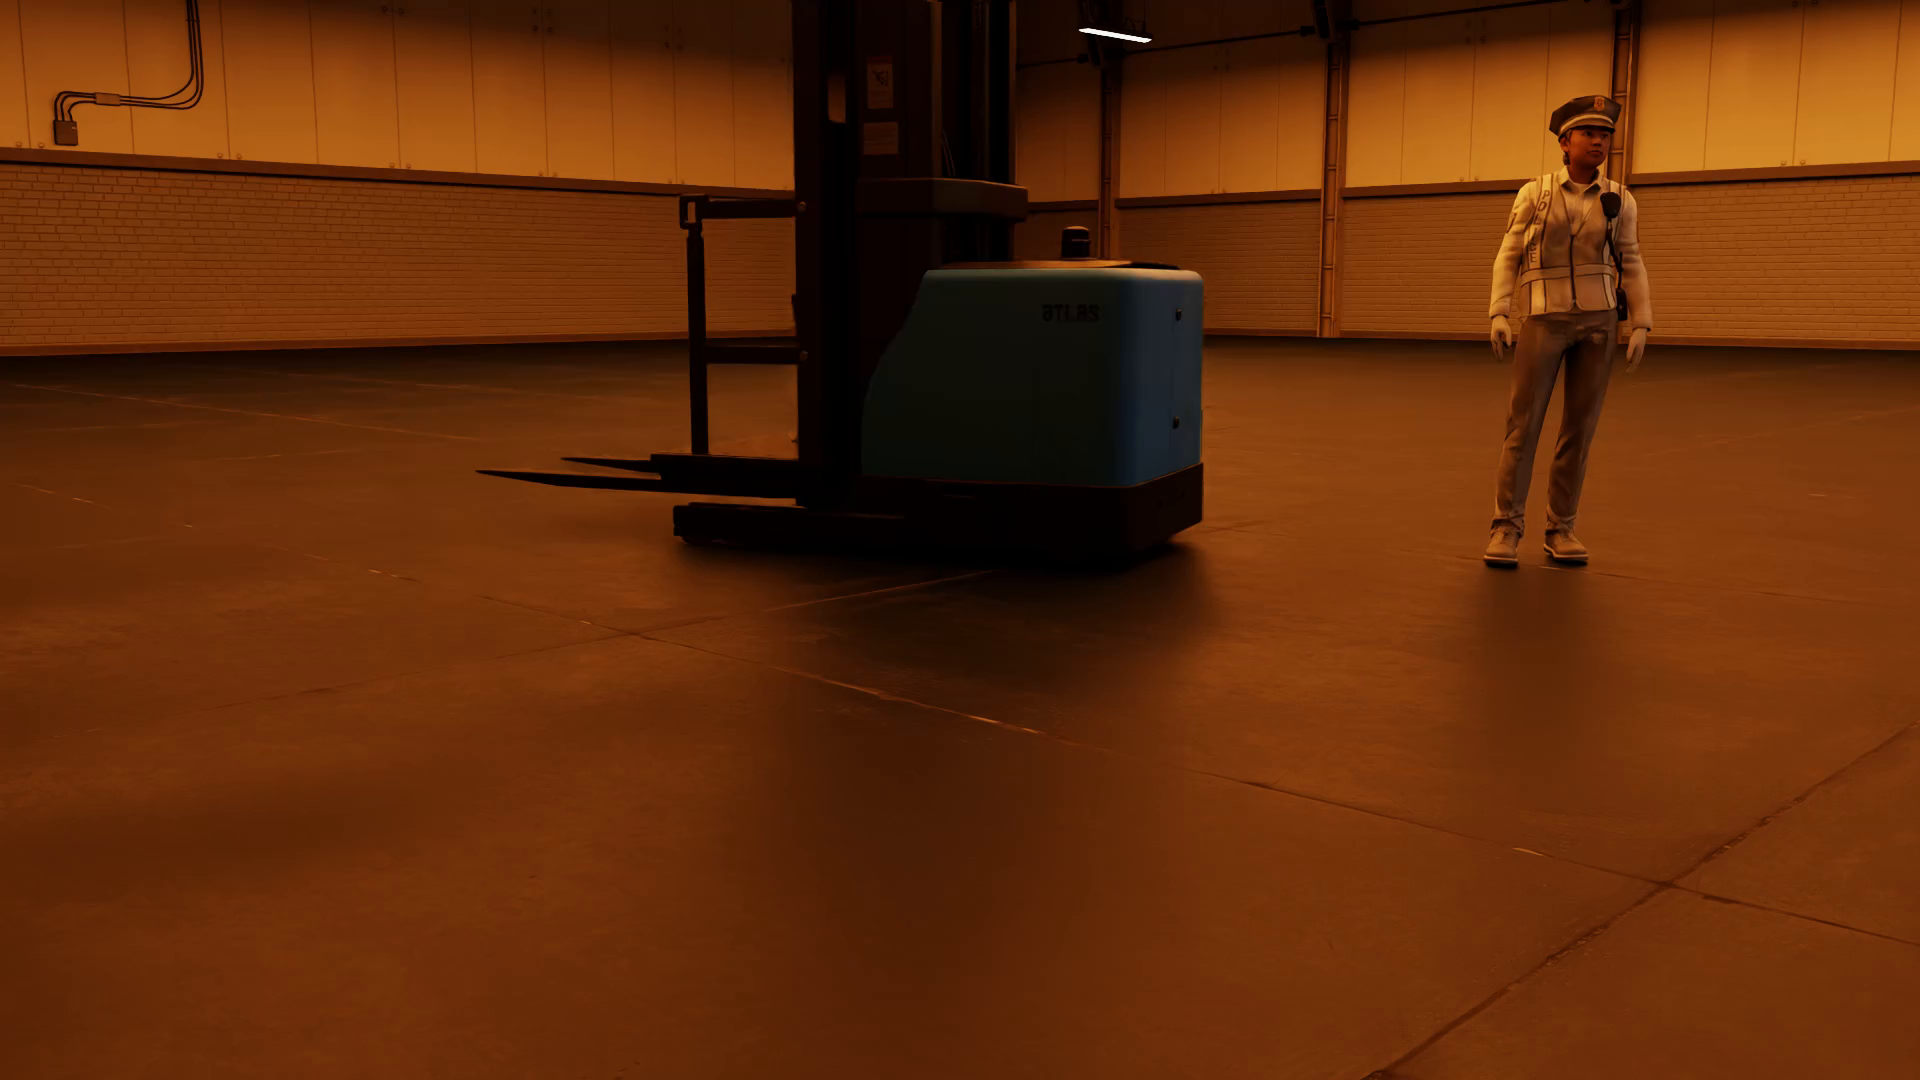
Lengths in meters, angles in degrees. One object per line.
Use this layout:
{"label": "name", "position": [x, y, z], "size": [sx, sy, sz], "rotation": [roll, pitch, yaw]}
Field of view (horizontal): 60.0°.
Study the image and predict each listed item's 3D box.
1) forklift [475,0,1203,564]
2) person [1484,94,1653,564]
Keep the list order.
{"label": "forklift", "position": [-0.584, -1.484, 6.729], "size": [3.031, 2.935, 1.130], "rotation": [4, 9, 23]}
{"label": "person", "position": [2.247, -0.774, 6.119], "size": [0.585, 1.694, 0.533], "rotation": [2, 9, 10]}
